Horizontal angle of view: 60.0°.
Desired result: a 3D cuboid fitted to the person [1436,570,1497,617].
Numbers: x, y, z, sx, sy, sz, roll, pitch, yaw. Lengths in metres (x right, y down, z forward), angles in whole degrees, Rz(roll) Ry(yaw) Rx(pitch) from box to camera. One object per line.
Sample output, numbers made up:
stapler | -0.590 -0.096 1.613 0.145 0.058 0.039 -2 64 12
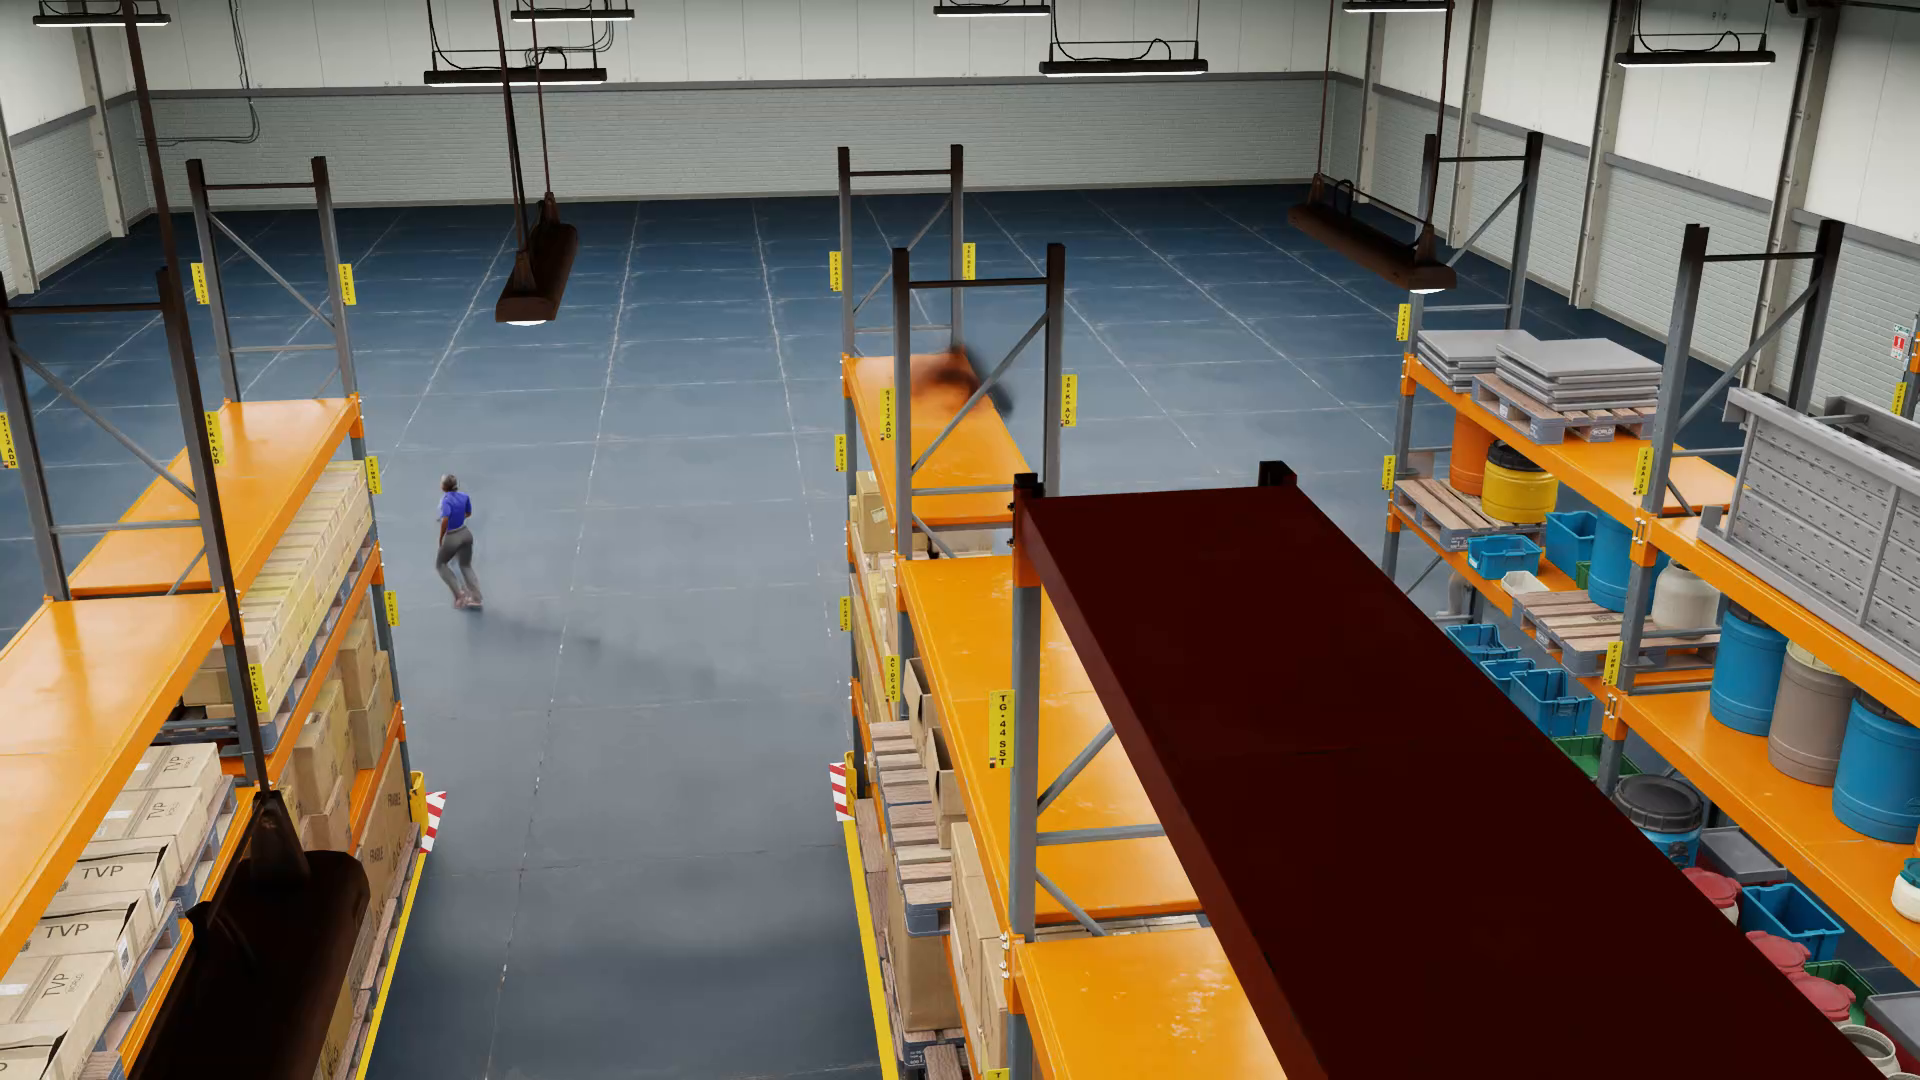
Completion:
person | 5.904 0.177 18.968 0.768 1.660 0.593 7 23 18

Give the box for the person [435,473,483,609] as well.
person | -5.923 0.016 19.401 0.654 1.657 0.593 13 25 30
